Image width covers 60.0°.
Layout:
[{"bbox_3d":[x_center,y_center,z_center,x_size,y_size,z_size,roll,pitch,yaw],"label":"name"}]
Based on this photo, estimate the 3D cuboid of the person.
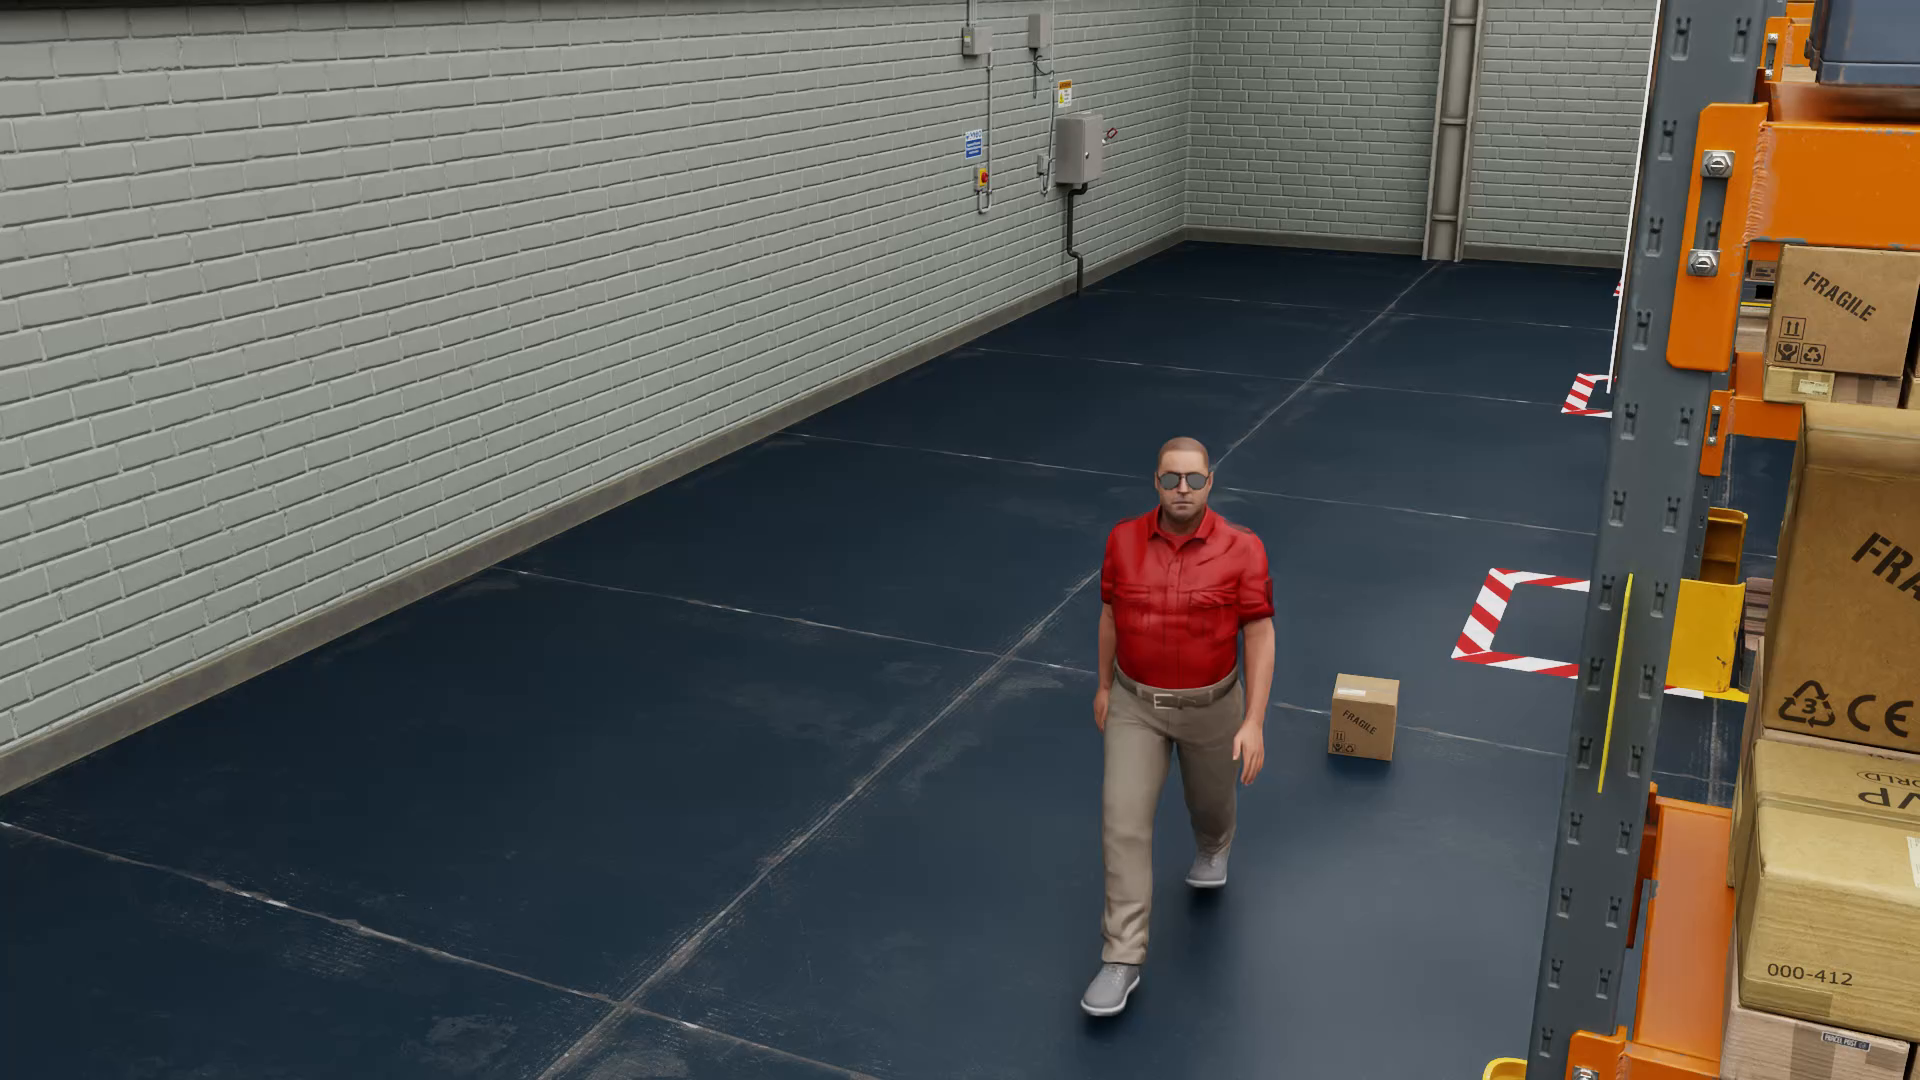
[{"bbox_3d":[0.666,0.515,5.104,0.568,1.668,1.072,4,19,12],"label":"person"}]
